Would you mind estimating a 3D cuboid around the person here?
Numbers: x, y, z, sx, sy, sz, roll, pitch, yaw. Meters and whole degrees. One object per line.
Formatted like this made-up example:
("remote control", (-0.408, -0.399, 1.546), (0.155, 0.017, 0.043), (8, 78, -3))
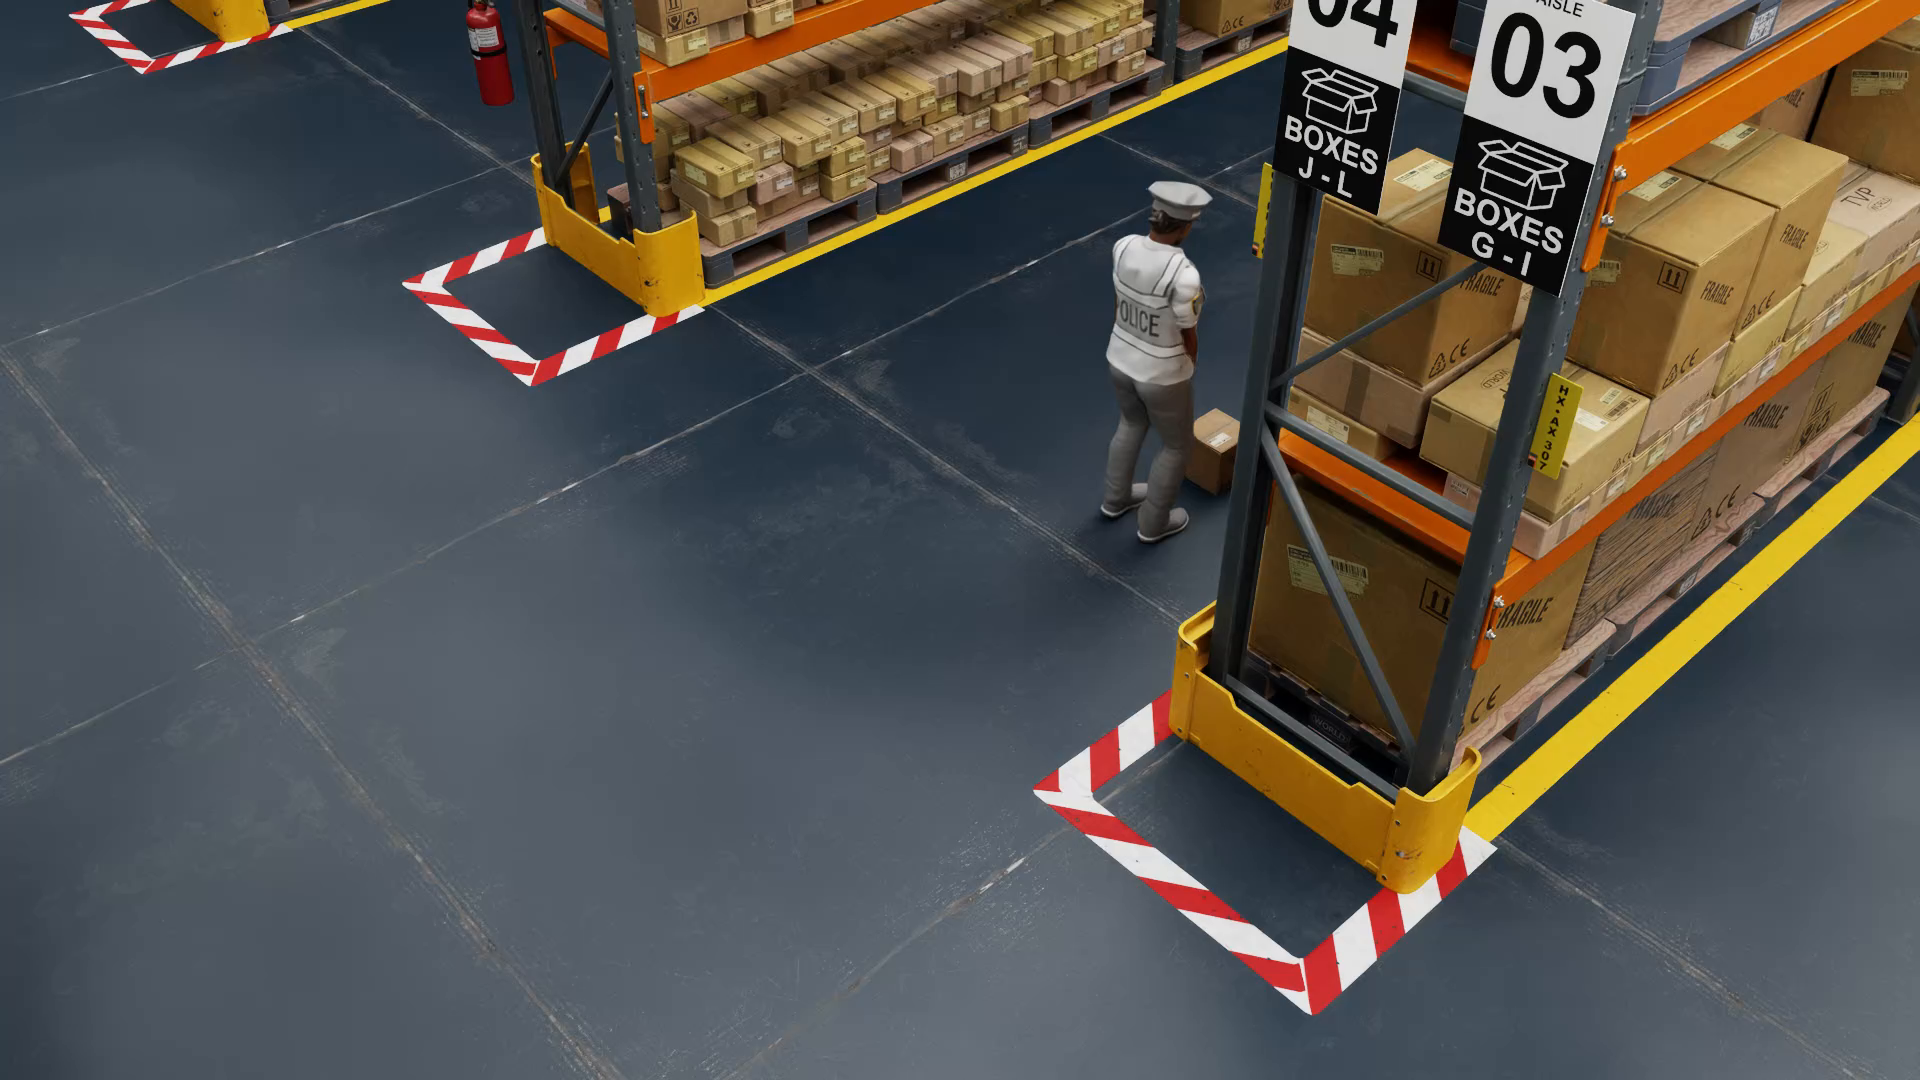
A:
("person", (0.818, -0.741, 7.064), (0.394, 1.641, 0.448), (-29, 48, -30))
